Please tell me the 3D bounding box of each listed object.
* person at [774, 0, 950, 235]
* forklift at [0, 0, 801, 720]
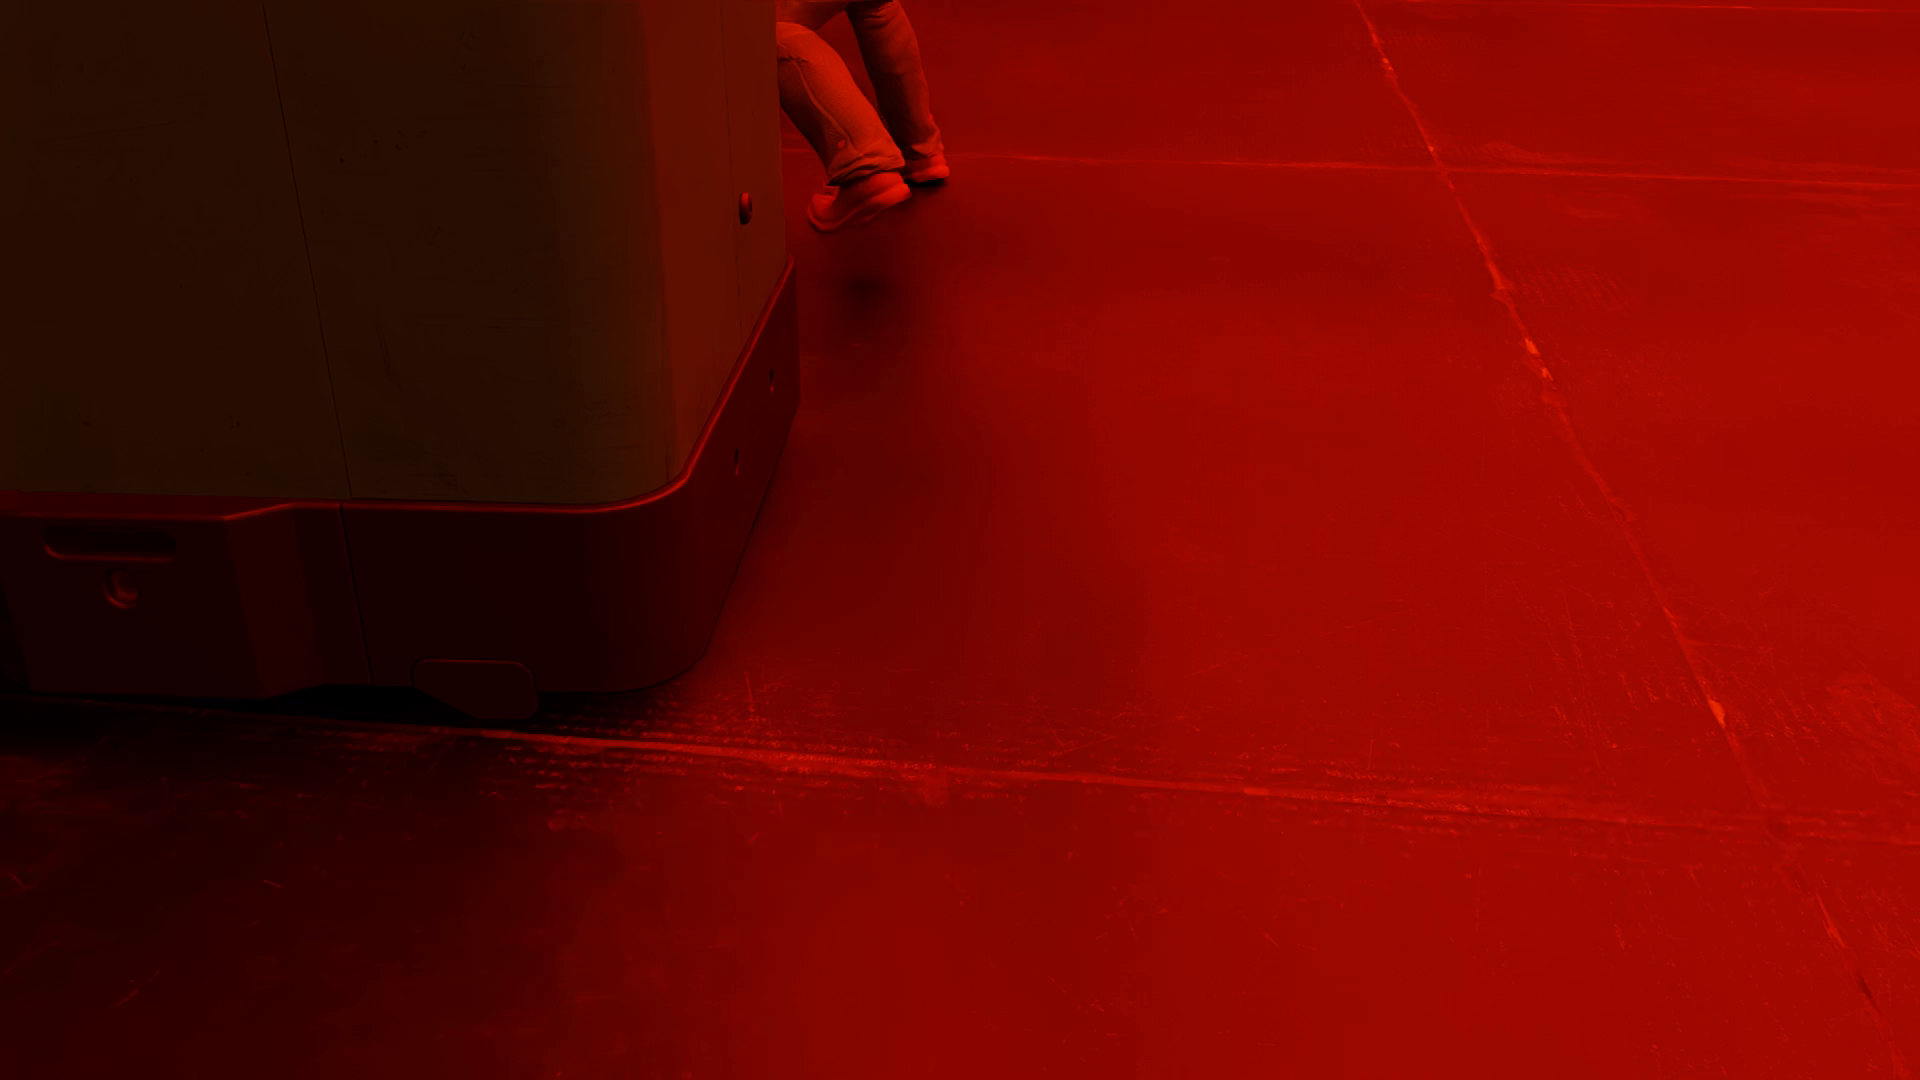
[{"bbox_3d":[-0.144,-1.516,3.823,0.533,1.665,1.227,11,28,20],"label":"person"},{"bbox_3d":[-1.806,-1.335,1.892,3.031,2.935,1.130,1,27,3],"label":"forklift"}]
